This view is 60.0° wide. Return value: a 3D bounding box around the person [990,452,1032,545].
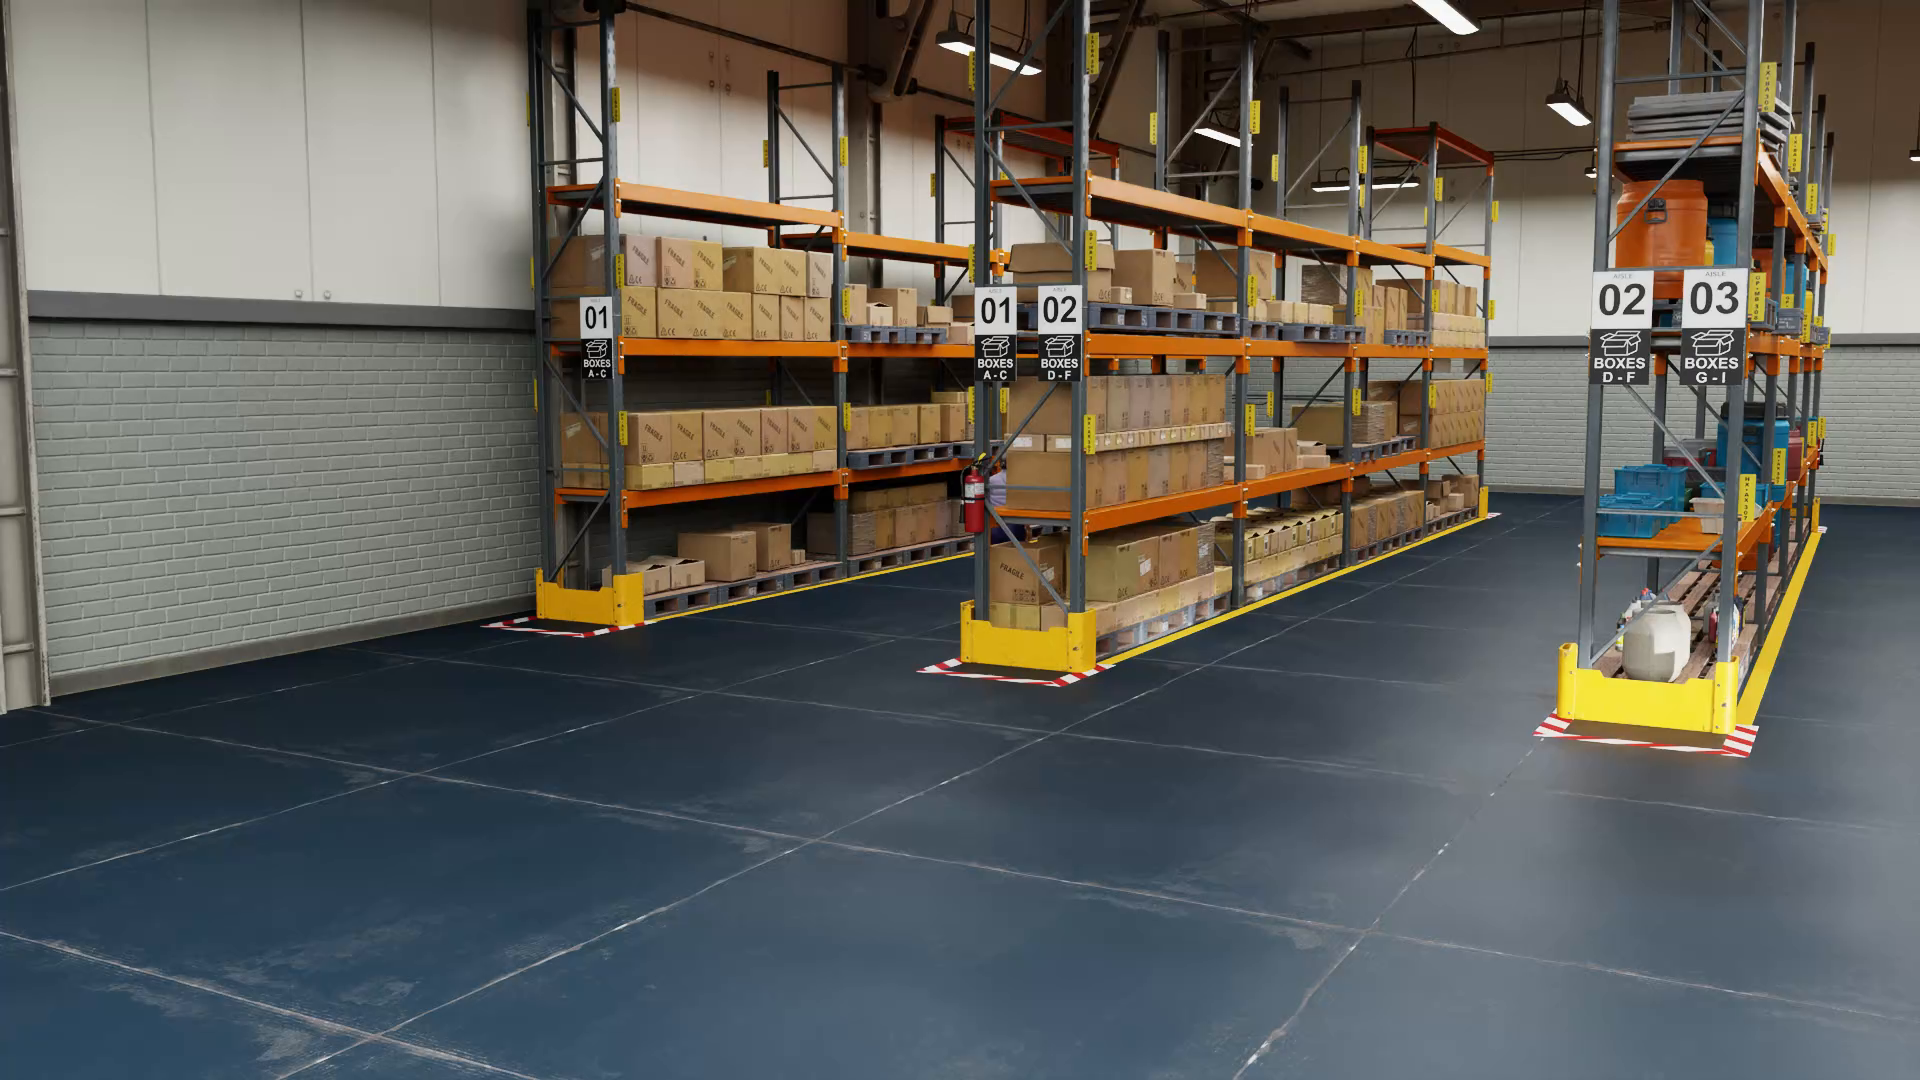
[{"bbox_3d":[0.491,-0.085,17.213,0.556,1.652,0.367,3,7,27],"label":"person"}]
